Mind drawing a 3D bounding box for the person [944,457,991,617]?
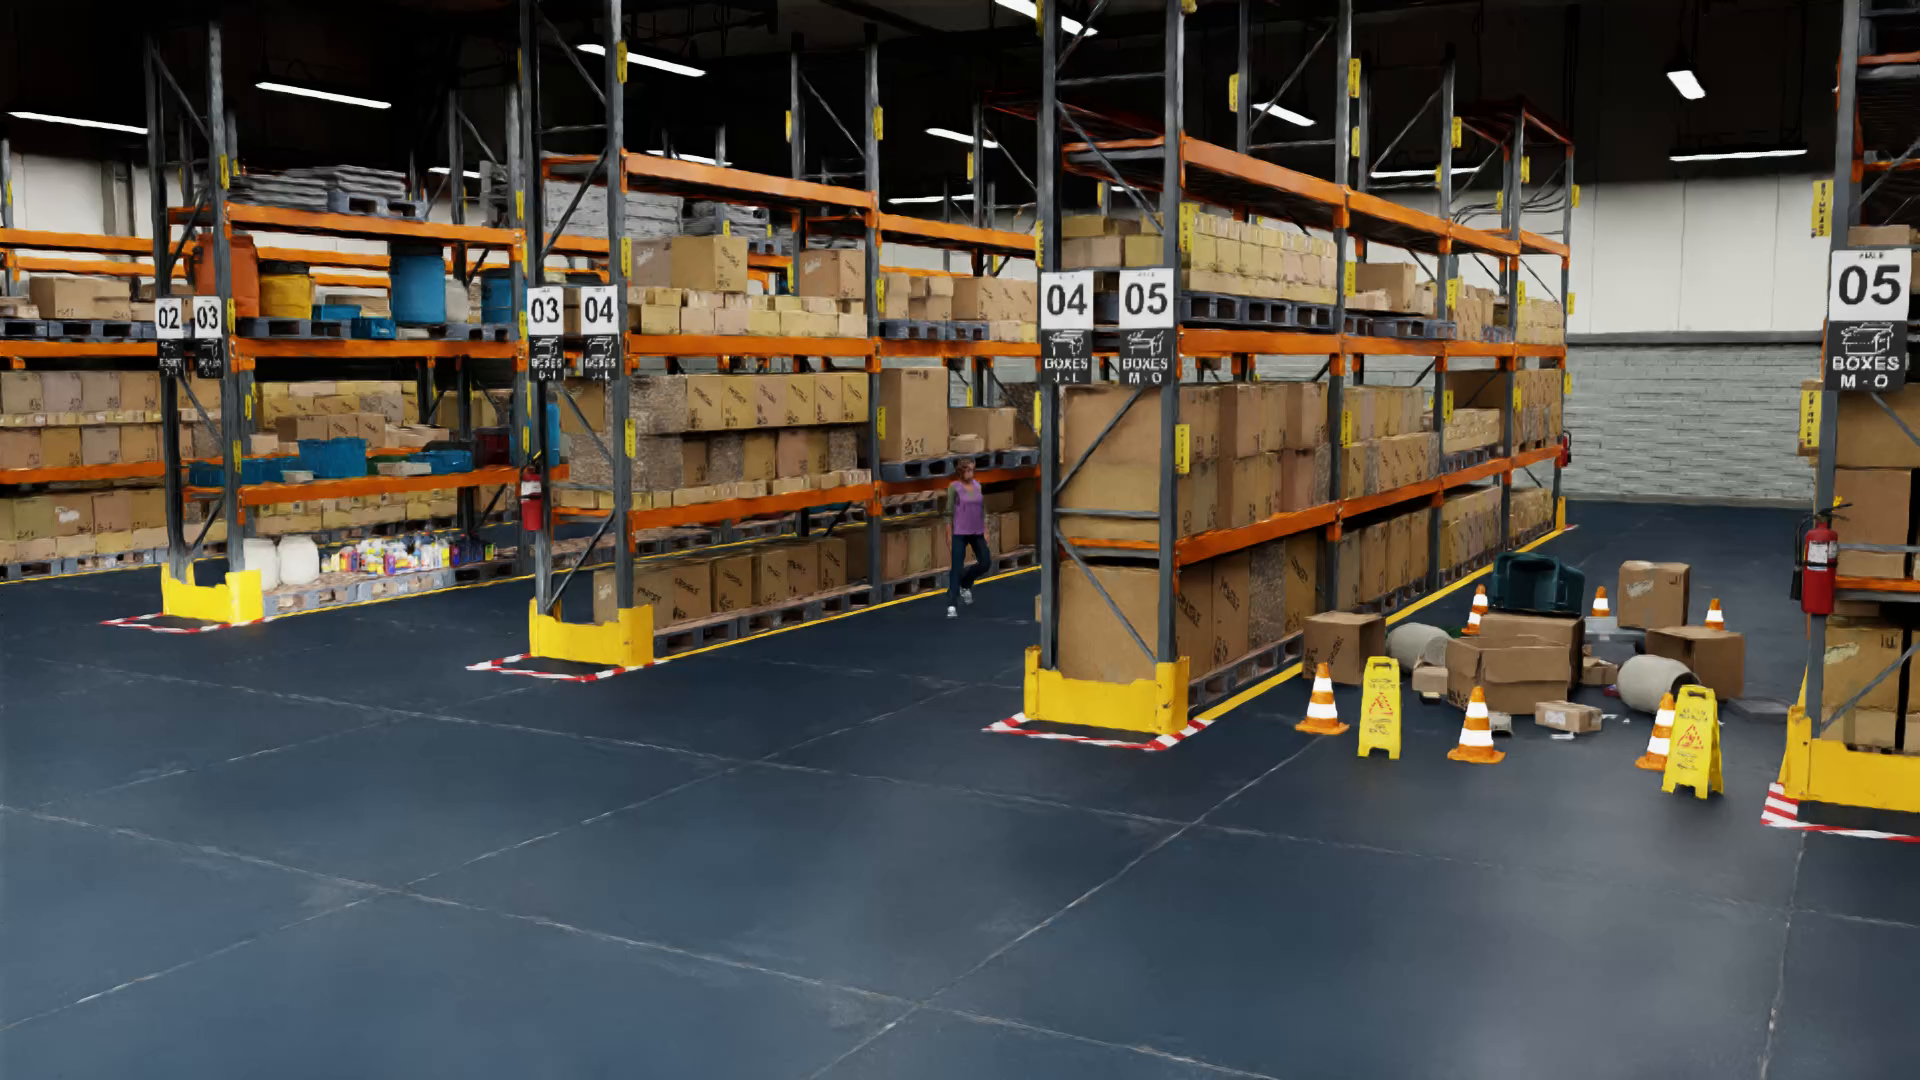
[{"bbox_3d":[0.015,-0.052,16.898,0.546,1.589,0.575,-3,7,-28],"label":"person"}]
